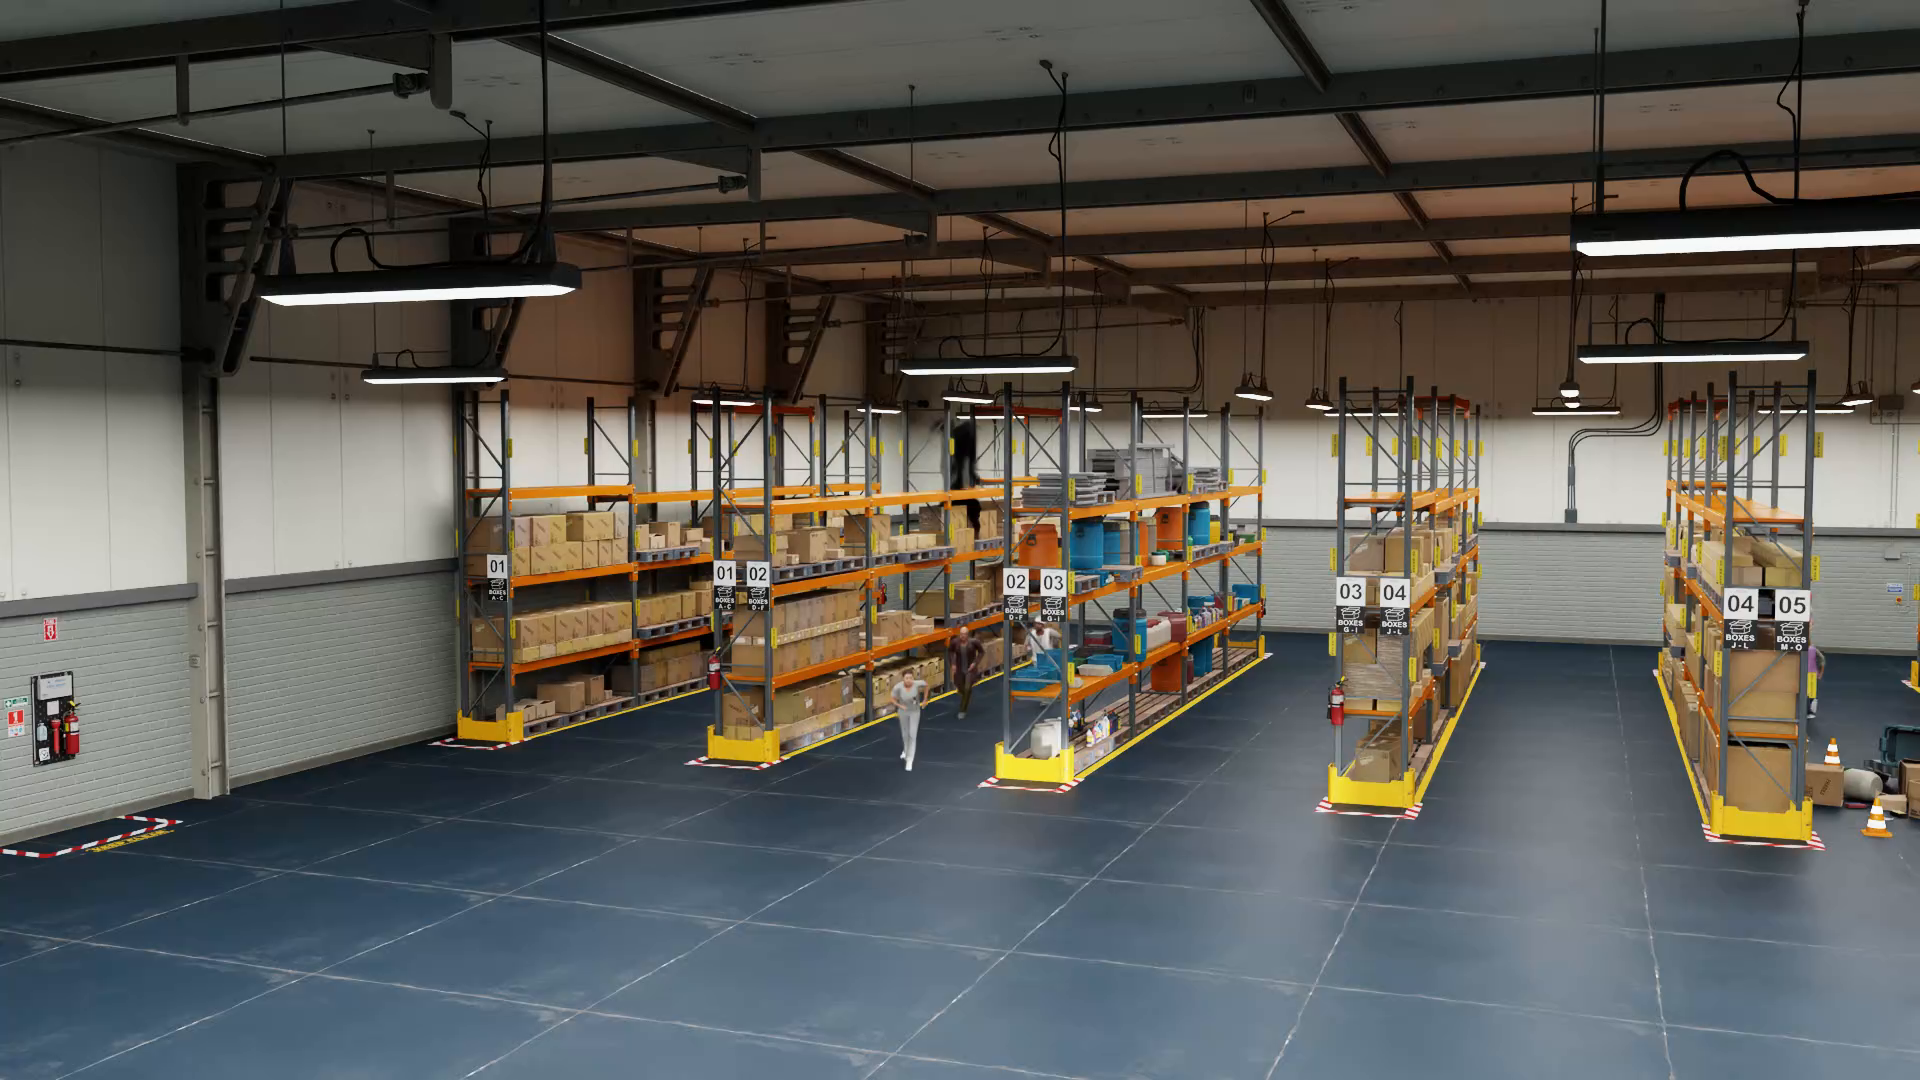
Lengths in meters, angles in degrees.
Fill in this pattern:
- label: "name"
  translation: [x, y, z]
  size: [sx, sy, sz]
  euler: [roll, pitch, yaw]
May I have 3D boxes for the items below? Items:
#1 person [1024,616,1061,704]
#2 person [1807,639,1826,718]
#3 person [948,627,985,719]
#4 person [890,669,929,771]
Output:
- label: "person"
  translation: [1.597, 2.336, 32.184]
  size: [0.724, 1.725, 0.783]
  euler: [1, 3, 23]
- label: "person"
  translation: [15.730, 2.537, 30.870]
  size: [0.530, 1.536, 0.559]
  euler: [1, 3, 12]
- label: "person"
  translation: [0.129, 2.457, 31.119]
  size: [0.711, 1.724, 0.874]
  euler: [0, 3, 7]
- label: "person"
  translation: [-0.800, 2.789, 26.222]
  size: [0.605, 1.625, 0.951]
  euler: [0, 3, -3]
